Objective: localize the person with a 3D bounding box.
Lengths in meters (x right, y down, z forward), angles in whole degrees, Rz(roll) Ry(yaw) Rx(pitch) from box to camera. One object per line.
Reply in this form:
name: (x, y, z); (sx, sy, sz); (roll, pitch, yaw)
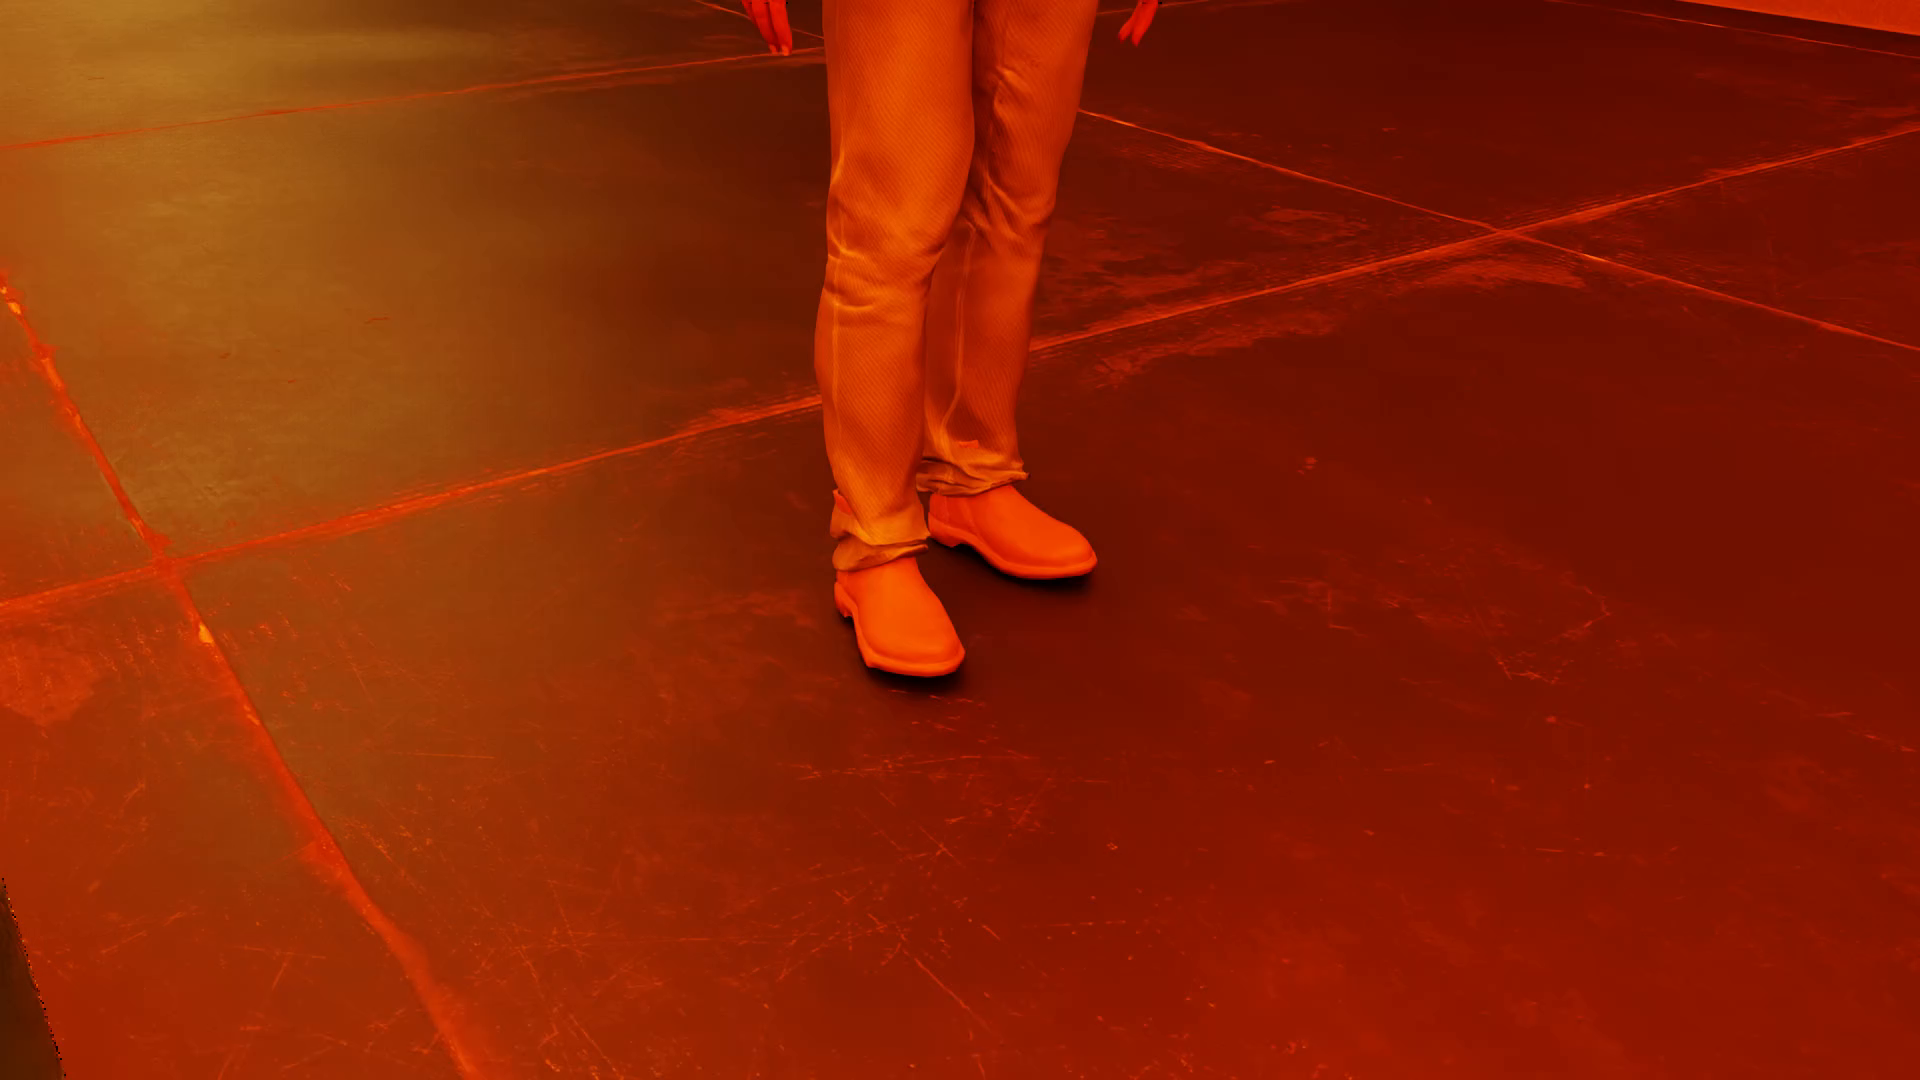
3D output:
person: (0.036, -0.768, 2.047); (0.666, 1.768, 0.575); (-17, 31, -31)
